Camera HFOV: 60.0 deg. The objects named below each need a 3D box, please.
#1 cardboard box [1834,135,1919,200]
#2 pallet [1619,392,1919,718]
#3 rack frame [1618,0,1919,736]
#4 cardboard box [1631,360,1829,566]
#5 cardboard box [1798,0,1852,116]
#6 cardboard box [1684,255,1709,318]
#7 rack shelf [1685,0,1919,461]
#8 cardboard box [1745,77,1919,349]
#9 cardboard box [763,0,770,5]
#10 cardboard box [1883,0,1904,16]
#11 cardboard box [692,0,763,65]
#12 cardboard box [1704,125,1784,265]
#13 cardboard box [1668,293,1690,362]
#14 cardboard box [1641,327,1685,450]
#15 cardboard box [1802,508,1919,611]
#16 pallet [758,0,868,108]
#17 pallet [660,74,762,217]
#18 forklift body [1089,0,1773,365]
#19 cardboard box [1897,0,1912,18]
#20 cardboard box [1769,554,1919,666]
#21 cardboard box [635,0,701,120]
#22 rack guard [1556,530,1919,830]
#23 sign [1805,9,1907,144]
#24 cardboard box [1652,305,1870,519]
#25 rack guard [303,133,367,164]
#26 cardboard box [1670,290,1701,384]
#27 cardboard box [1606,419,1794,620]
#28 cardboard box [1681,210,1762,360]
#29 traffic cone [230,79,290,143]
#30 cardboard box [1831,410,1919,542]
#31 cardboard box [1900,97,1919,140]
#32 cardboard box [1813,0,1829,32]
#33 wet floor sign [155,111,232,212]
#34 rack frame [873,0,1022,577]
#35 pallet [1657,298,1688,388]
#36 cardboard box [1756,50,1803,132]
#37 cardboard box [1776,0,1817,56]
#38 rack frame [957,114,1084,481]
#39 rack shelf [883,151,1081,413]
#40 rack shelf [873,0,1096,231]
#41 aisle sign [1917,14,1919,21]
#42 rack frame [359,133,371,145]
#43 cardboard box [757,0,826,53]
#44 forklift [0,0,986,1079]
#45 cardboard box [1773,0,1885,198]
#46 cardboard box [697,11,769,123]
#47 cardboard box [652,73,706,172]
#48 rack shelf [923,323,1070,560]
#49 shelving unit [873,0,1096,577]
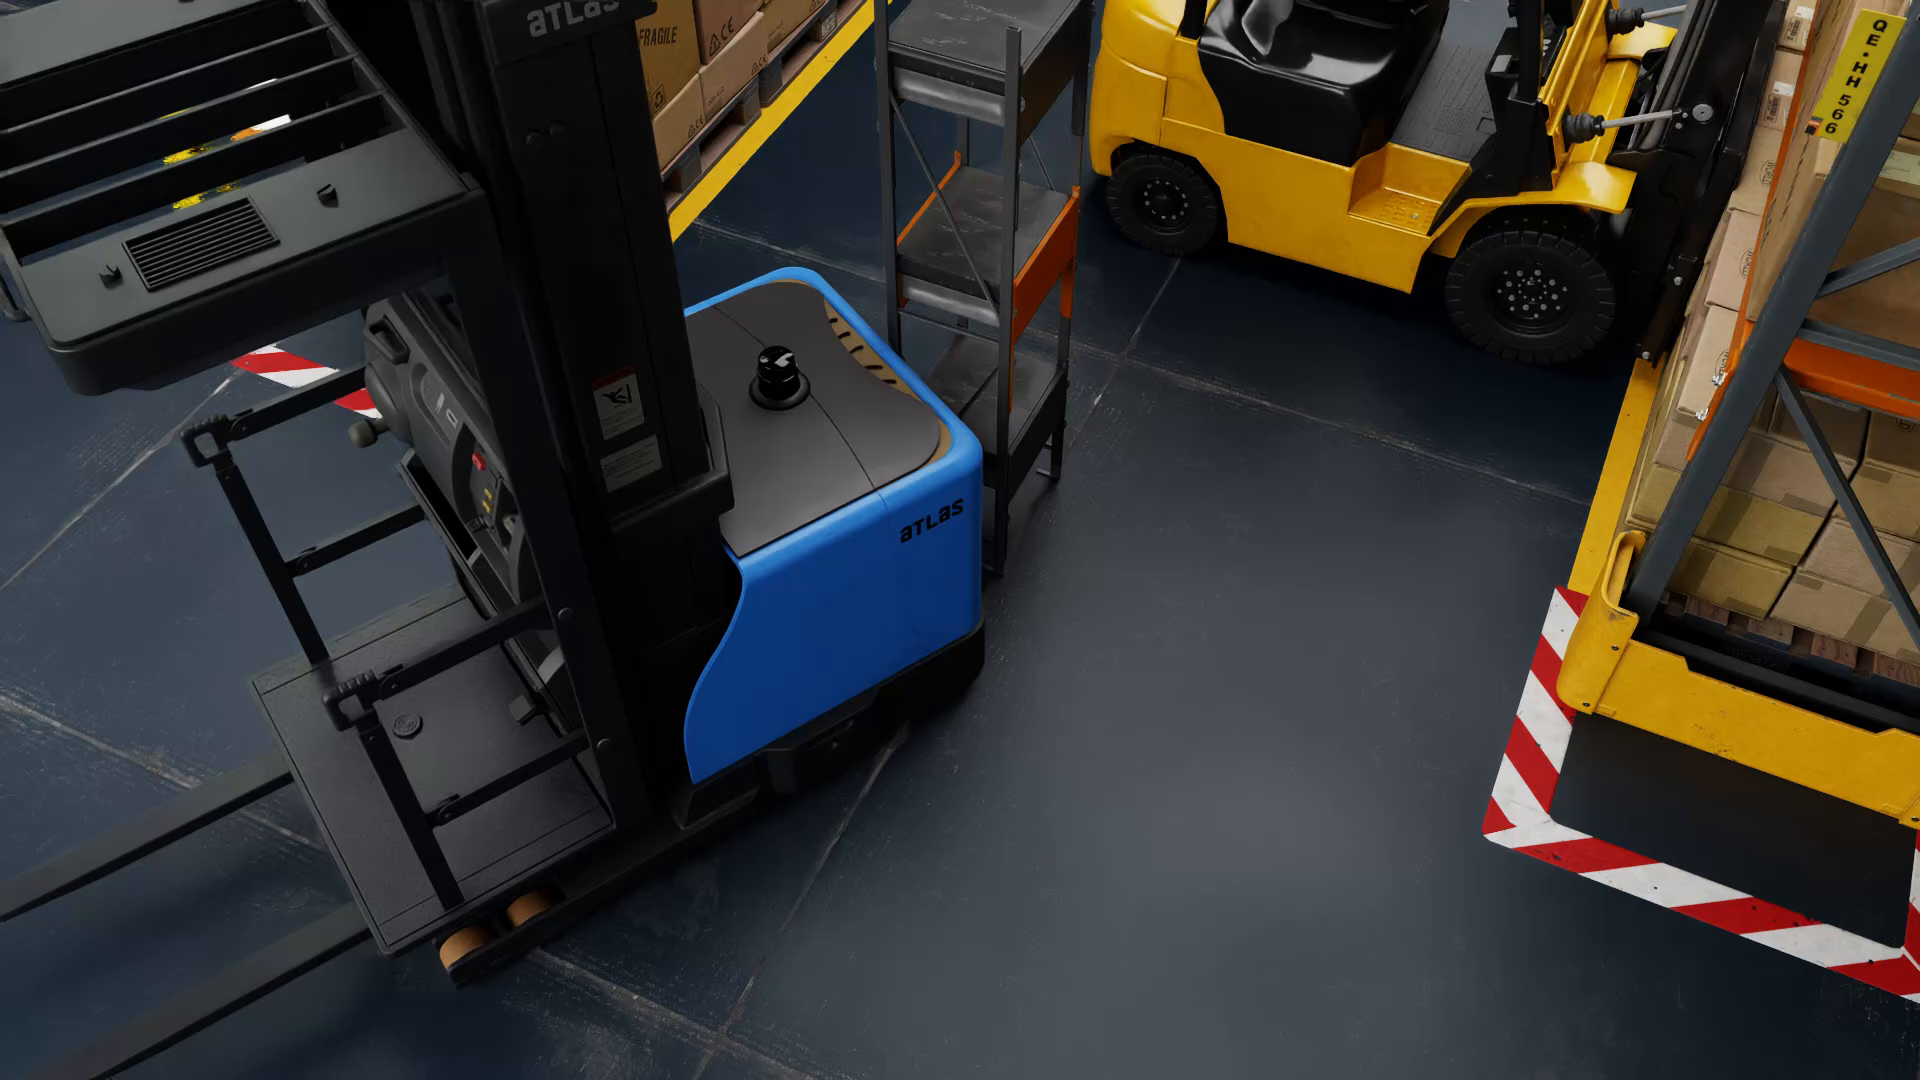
[{"bbox_3d":[2.399,-0.976,4.119,0.380,0.149,0.250,21,53,17],"label":"cardboard box"},{"bbox_3d":[2.793,-0.040,5.645,1.003,0.211,1.213,20,52,16],"label":"pallet"},{"bbox_3d":[2.504,-0.403,4.124,1.000,3.000,0.127,20,52,16],"label":"rack frame"},{"bbox_3d":[2.429,-0.247,5.192,0.500,0.250,0.500,19,52,16],"label":"cardboard box"},{"bbox_3d":[2.925,-1.567,5.048,0.500,0.500,0.500,19,52,15],"label":"cardboard box"},{"bbox_3d":[2.855,-0.952,5.792,0.500,0.250,0.500,19,52,15],"label":"cardboard box"},{"bbox_3d":[3.358,-1.547,5.570,1.077,0.370,4.000,20,52,16],"label":"rack shelf"},{"bbox_3d":[2.477,-0.860,4.447,0.500,0.500,0.500,19,52,15],"label":"cardboard box"},{"bbox_3d":[-0.940,-2.690,7.107,0.500,0.500,0.500,21,53,17],"label":"cardboard box"},{"bbox_3d":[2.631,-1.427,4.307,0.380,0.149,0.250,21,53,17],"label":"cardboard box"},{"bbox_3d":[-1.162,-2.347,6.815,0.500,0.500,0.500,18,52,15],"label":"cardboard box"},{"bbox_3d":[2.838,-1.095,5.586,0.500,0.250,0.500,20,53,17],"label":"cardboard box"},{"bbox_3d":[2.862,-0.756,5.953,0.500,0.250,0.500,20,53,16],"label":"cardboard box"},{"bbox_3d":[2.640,-0.414,5.663,0.500,0.250,0.500,20,52,16],"label":"cardboard box"},{"bbox_3d":[2.893,-0.067,5.039,0.500,0.250,0.500,21,53,17],"label":"cardboard box"},{"bbox_3d":[-1.052,-2.550,7.781,1.003,0.211,1.213,20,52,16],"label":"pallet"},{"bbox_3d":[-1.574,-1.712,7.069,1.003,0.211,1.213,20,52,16],"label":"pallet"},{"bbox_3d":[1.664,-2.028,6.063,2.313,2.155,1.214,20,52,16],"label":"forklift body"},{"bbox_3d":[2.544,-1.238,4.147,0.380,0.149,0.250,20,52,16],"label":"cardboard box"},{"bbox_3d":[2.890,0.077,5.245,0.500,0.250,0.500,20,52,16],"label":"cardboard box"},{"bbox_3d":[-1.381,-1.986,6.508,0.500,0.500,0.500,18,52,15],"label":"cardboard box"},{"bbox_3d":[2.494,0.423,5.062,1.175,0.500,0.348,20,52,16],"label":"rack guard"},{"bbox_3d":[2.019,-1.042,3.751,0.100,0.325,0.005,20,52,16],"label":"sign"},{"bbox_3d":[2.419,-0.391,4.986,0.500,0.250,0.500,21,53,17],"label":"cardboard box"},{"bbox_3d":[-1.953,-1.258,6.492,1.175,0.500,0.348,20,52,16],"label":"rack guard"},{"bbox_3d":[2.653,-0.589,5.483,0.500,0.250,0.500,19,52,16],"label":"cardboard box"},{"bbox_3d":[2.419,-0.075,5.374,0.500,0.250,0.500,20,53,16],"label":"cardboard box"},{"bbox_3d":[2.631,-0.745,5.287,0.500,0.250,0.500,21,53,17],"label":"cardboard box"},{"bbox_3d":[-2.968,-1.910,7.071,0.336,0.463,0.334,20,52,16],"label":"traffic cone"},{"bbox_3d":[2.880,-0.242,4.859,0.500,0.250,0.500,19,52,16],"label":"cardboard box"},{"bbox_3d":[2.466,-1.058,3.994,0.380,0.149,0.250,20,52,16],"label":"cardboard box"},{"bbox_3d":[3.130,-1.917,5.346,0.500,0.500,0.500,20,53,16],"label":"cardboard box"},{"bbox_3d":[-3.034,-1.470,6.577,0.232,0.644,0.267,-37,59,-27],"label":"wet floor sign"},{"bbox_3d":[-0.034,-0.626,4.904,0.400,2.100,0.015,20,52,16],"label":"rack frame"},{"bbox_3d":[3.315,-0.877,6.358,1.003,0.211,1.213,20,52,16],"label":"pallet"},{"bbox_3d":[3.061,-1.442,5.880,0.500,0.250,0.500,19,52,15],"label":"cardboard box"},{"bbox_3d":[3.293,-1.801,6.186,0.500,0.250,0.500,21,53,17],"label":"cardboard box"},{"bbox_3d":[0.175,-0.962,5.190,0.400,2.100,0.015,20,52,16],"label":"rack frame"},{"bbox_3d":[0.071,-0.786,5.058,0.431,0.518,0.480,20,52,16],"label":"rack shelf"},{"bbox_3d":[0.071,-1.239,4.525,0.431,0.518,0.480,20,52,16],"label":"rack shelf"},{"bbox_3d":[2.210,-1.296,3.176,0.394,0.787,0.004,20,52,16],"label":"aisle sign"},{"bbox_3d":[-1.986,-2.016,5.496,1.000,3.000,0.127,20,52,16],"label":"rack frame"},{"bbox_3d":[-0.944,-2.455,7.399,0.500,0.250,0.500,23,53,18],"label":"cardboard box"},{"bbox_3d":[-1.423,-0.173,3.972,3.031,2.935,1.130,-28,55,-22],"label":"forklift"},{"bbox_3d":[2.707,-1.214,4.748,0.500,0.500,0.500,21,53,17],"label":"cardboard box"},{"bbox_3d":[-1.166,-2.075,7.076,0.500,0.250,0.500,22,53,17],"label":"cardboard box"},{"bbox_3d":[-1.391,-1.726,6.779,0.500,0.250,0.500,19,52,16],"label":"cardboard box"},{"bbox_3d":[0.071,-0.332,5.591,0.431,0.518,0.480,20,52,16],"label":"rack shelf"},{"bbox_3d":[0.071,-0.794,5.047,0.431,2.100,0.503,20,52,16],"label":"shelving unit"}]
